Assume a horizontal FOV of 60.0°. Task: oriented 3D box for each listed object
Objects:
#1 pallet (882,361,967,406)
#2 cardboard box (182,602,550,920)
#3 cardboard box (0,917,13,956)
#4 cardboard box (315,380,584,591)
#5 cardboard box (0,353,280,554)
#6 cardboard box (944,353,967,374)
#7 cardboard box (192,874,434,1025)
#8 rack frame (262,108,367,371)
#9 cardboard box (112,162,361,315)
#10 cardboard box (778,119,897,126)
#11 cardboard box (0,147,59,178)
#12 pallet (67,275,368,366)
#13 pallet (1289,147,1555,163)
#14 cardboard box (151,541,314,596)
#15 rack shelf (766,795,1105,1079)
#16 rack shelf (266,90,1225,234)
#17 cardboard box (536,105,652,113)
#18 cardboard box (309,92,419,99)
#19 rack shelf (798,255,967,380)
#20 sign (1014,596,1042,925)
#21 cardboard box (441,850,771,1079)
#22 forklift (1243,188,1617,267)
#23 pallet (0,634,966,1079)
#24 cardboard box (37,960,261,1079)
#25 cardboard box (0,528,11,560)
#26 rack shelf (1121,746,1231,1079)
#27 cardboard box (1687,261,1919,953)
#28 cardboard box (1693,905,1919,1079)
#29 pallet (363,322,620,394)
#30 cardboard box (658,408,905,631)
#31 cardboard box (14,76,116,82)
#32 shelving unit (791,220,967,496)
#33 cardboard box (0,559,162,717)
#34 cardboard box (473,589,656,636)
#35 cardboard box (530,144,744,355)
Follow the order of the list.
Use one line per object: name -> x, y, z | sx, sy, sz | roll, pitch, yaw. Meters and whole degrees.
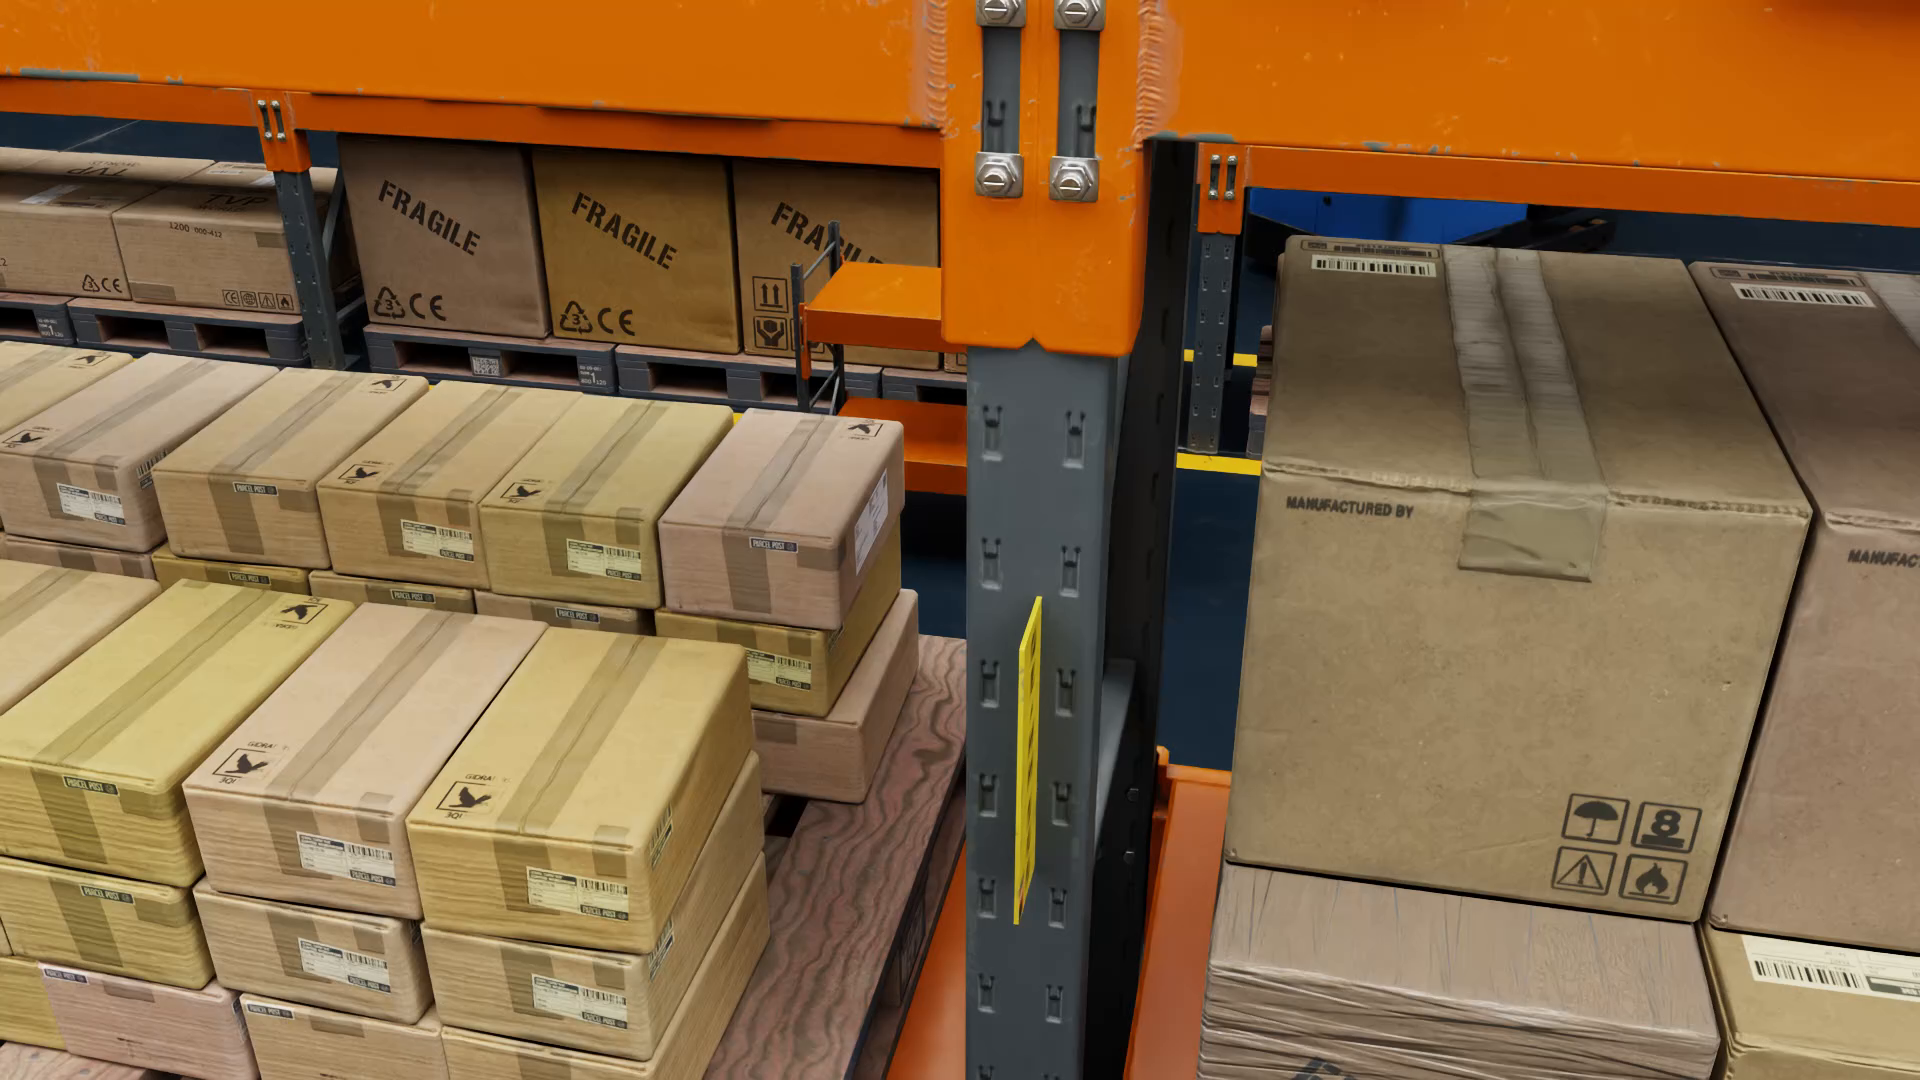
pallet -> 0.350, -0.793, 7.478 | 1.213, 0.211, 1.003 | 6, 29, 11
cardboard box -> -0.650, 0.238, 1.896 | 0.250, 0.149, 0.380 | 6, 29, 10
cardboard box -> -1.172, 0.317, 2.062 | 0.250, 0.149, 0.380 | 6, 29, 11
cardboard box -> -0.744, -0.091, 2.498 | 0.250, 0.149, 0.380 | 6, 29, 10
cardboard box -> -1.268, -0.144, 2.595 | 0.250, 0.149, 0.380 | 7, 30, 13
cardboard box -> 0.447, -1.262, 7.206 | 0.875, 0.875, 0.875 | 6, 29, 10
cardboard box -> -0.670, 0.367, 1.970 | 0.250, 0.149, 0.380 | 7, 29, 12
rack frame -> -2.807, -2.302, 7.332 | 0.127, 3.000, 1.000 | 6, 29, 11
cardboard box -> -3.399, -1.476, 8.053 | 0.875, 0.438, 0.875 | 5, 29, 10
cardboard box -> -0.436, -1.866, 6.691 | 0.500, 0.250, 0.500 | 6, 29, 10
cardboard box -> -5.156, -1.657, 8.384 | 0.875, 0.438, 0.875 | 7, 29, 12
pallet -> -3.534, -1.192, 8.208 | 1.213, 0.211, 1.003 | 6, 29, 11
pallet -> 1.824, -1.796, 6.606 | 1.003, 0.211, 1.213 | 6, 29, 11
cardboard box -> -1.035, 0.010, 2.623 | 0.250, 0.149, 0.380 | 6, 29, 11
rack shelf -> -1.786, 0.549, 2.874 | 4.000, 0.370, 1.077 | 6, 29, 11
rack shelf -> -0.851, -1.786, 7.138 | 4.000, 0.370, 1.077 | 6, 29, 11
cardboard box -> -1.428, -1.958, 6.860 | 0.500, 0.250, 0.500 | 6, 29, 10
cardboard box -> -2.432, -2.069, 7.061 | 0.500, 0.250, 0.500 | 5, 29, 9
rack shelf -> -0.007, -0.751, 5.841 | 1.000, 0.278, 0.538 | 6, 29, 11
sign -> 0.066, 0.216, 1.608 | 0.005, 0.325, 0.100 | 6, 29, 11
cardboard box -> -0.408, 0.526, 1.990 | 0.250, 0.149, 0.380 | 6, 29, 11
forklift -> 2.991, -3.011, 8.698 | 3.031, 2.935, 1.130 | -20, 35, -32
pallet -> -0.549, 0.496, 2.420 | 1.003, 0.211, 1.213 | 6, 29, 11
cardboard box -> -0.903, 0.475, 2.084 | 0.250, 0.149, 0.380 | 6, 29, 11
cardboard box -> -1.520, -0.042, 2.718 | 0.250, 0.149, 0.380 | 6, 29, 10
rack shelf -> 2.126, 0.950, 2.141 | 4.000, 0.370, 1.077 | 6, 29, 11
cardboard box -> 1.102, 0.051, 1.888 | 0.500, 0.500, 0.700 | 5, 29, 10
cardboard box -> 1.050, 0.611, 1.906 | 0.500, 0.500, 0.500 | 6, 29, 10
pallet -> -2.037, -1.037, 7.925 | 1.213, 0.211, 1.003 | 6, 29, 11
cardboard box -> -0.246, -0.039, 2.403 | 0.250, 0.149, 0.380 | 6, 29, 11
cardboard box -> -3.818, -2.322, 7.263 | 0.500, 0.500, 0.500 | 5, 29, 9
shelving unit -> -0.007, -0.494, 5.981 | 1.048, 1.125, 0.538 | 6, 29, 11
cardboard box -> -1.168, 0.187, 1.989 | 0.250, 0.149, 0.380 | 7, 29, 12
cardboard box -> -0.527, 0.060, 2.531 | 0.250, 0.149, 0.380 | 7, 30, 13
cardboard box -> -1.299, -1.443, 7.538 | 0.875, 0.875, 0.875 | 7, 29, 12
